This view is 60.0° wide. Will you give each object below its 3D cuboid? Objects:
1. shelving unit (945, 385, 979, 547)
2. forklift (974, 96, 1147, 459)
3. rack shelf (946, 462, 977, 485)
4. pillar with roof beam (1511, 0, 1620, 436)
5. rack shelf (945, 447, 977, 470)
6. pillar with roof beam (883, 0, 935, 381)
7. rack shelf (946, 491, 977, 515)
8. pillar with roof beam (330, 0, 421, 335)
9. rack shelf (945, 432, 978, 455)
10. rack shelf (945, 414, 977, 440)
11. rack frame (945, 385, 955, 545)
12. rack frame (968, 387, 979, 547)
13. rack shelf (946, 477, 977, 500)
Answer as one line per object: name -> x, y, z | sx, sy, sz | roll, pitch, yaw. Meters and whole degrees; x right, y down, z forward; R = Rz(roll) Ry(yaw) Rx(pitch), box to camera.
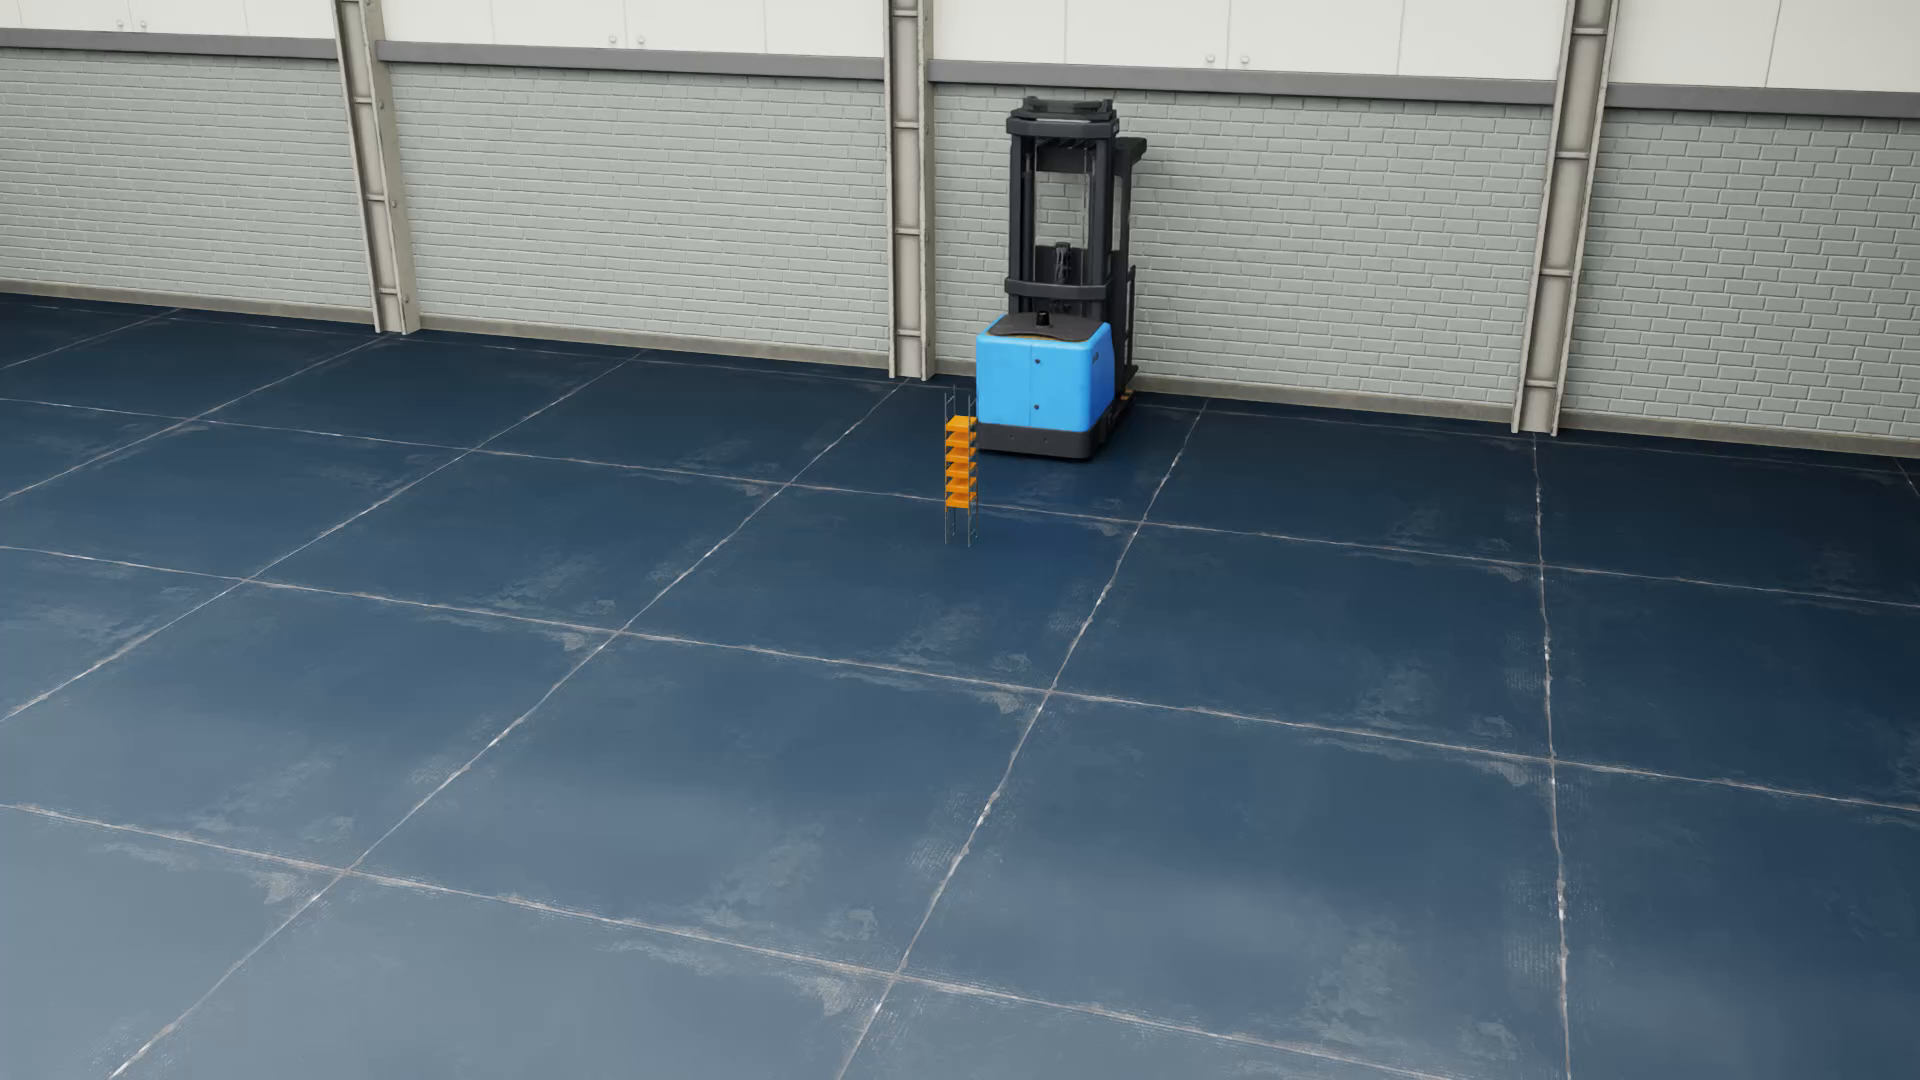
shelving unit -> 0.014, -0.554, 12.538 | 0.189, 1.200, 0.258 | 7, 23, 16
forklift -> 1.049, -2.586, 15.211 | 1.130, 2.935, 3.031 | 7, 23, 16
rack shelf -> 0.014, -0.512, 12.555 | 0.180, 0.103, 0.258 | 7, 23, 16
pillar with roof beam -> 4.019, -3.615, 9.726 | 0.400, 9.000, 9.100 | 7, 23, 16
rack shelf -> 0.014, -0.623, 12.510 | 0.180, 0.103, 0.258 | 7, 23, 16
pillar with roof beam -> -1.726, -4.273, 11.330 | 0.400, 9.000, 9.100 | 7, 23, 16
rack shelf -> 0.014, -0.290, 12.646 | 0.180, 0.103, 0.258 | 7, 23, 16
pillar with roof beam -> -7.470, -4.931, 12.933 | 0.400, 9.000, 9.100 | 7, 23, 16
rack shelf -> 0.014, -0.734, 12.464 | 0.180, 0.103, 0.258 | 7, 23, 16
rack shelf -> 0.014, -0.845, 12.419 | 0.180, 0.103, 0.258 | 7, 23, 16
rack frame -> -0.074, -0.564, 12.563 | 0.006, 1.200, 0.240 | 7, 23, 16
rack frame -> 0.101, -0.543, 12.514 | 0.006, 1.200, 0.240 | 7, 23, 16
rack shelf -> 0.014, -0.401, 12.601 | 0.180, 0.103, 0.258 | 7, 23, 16
